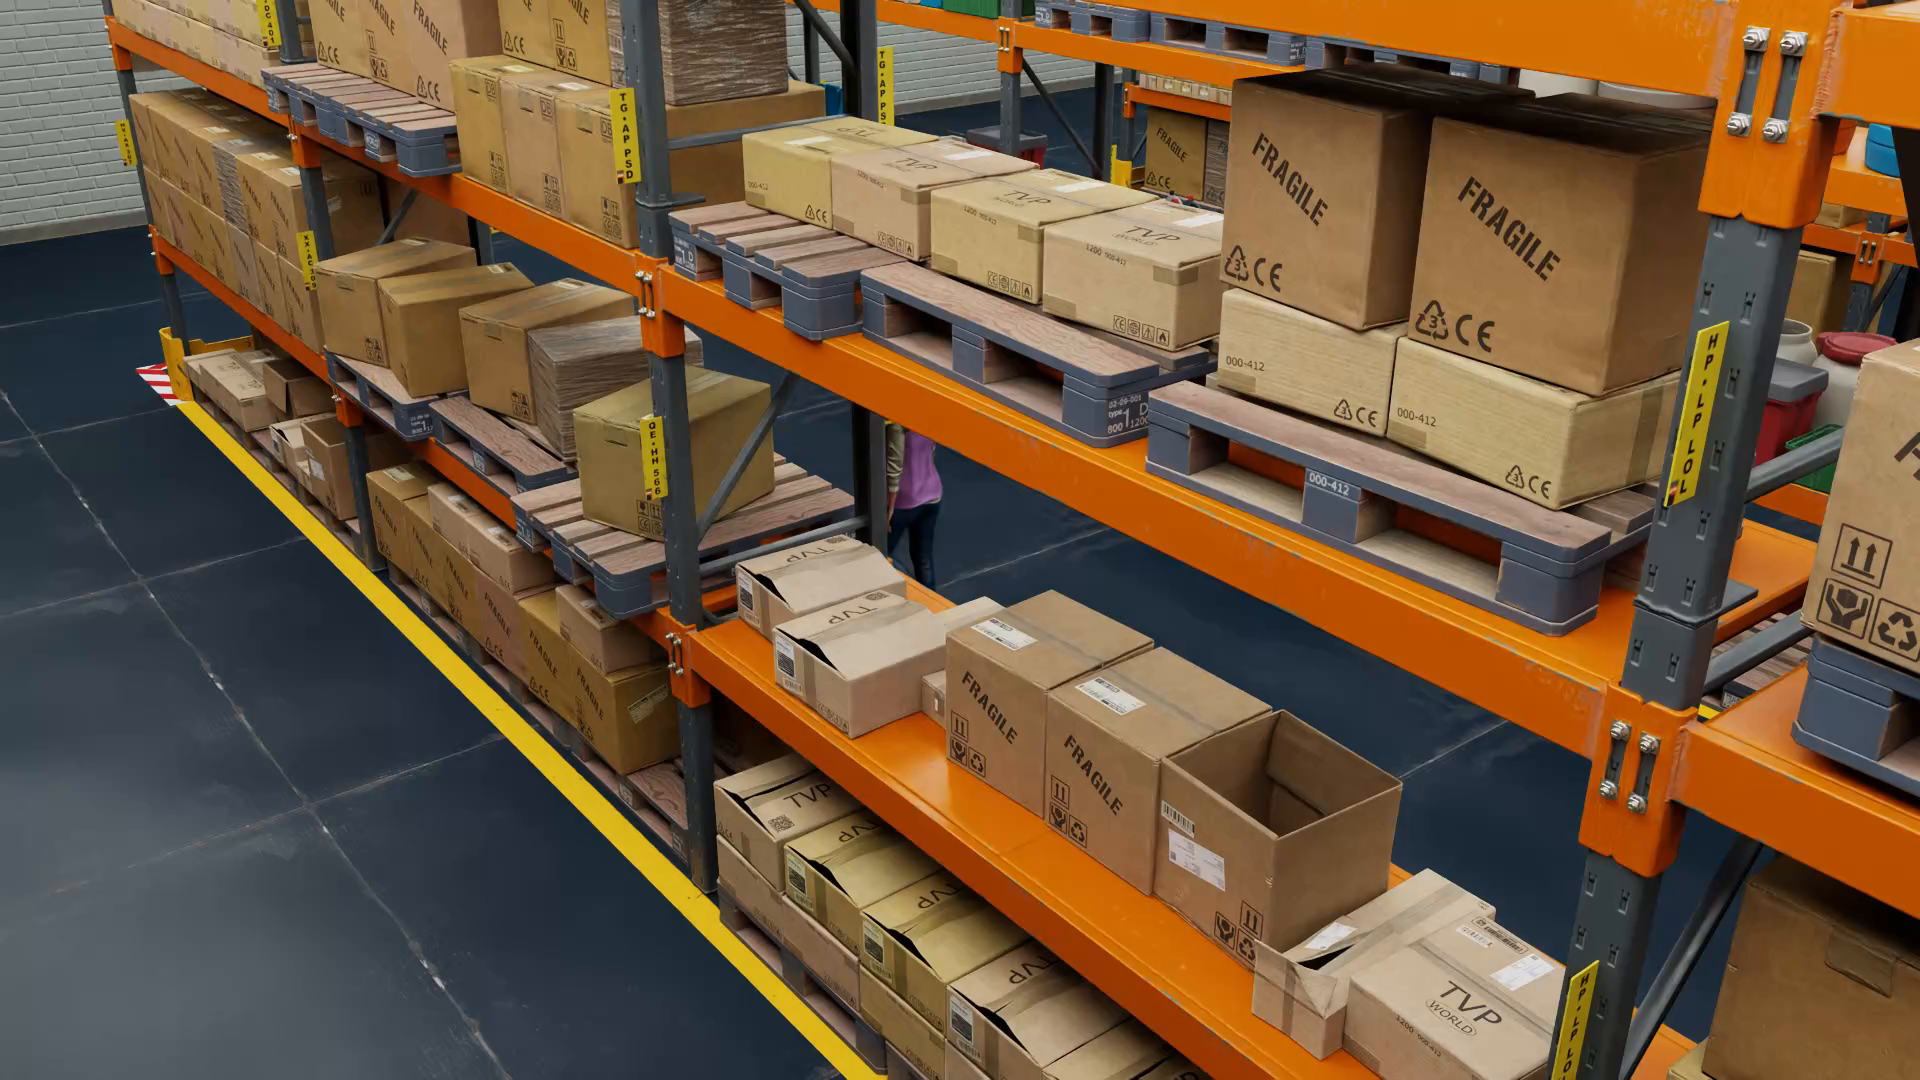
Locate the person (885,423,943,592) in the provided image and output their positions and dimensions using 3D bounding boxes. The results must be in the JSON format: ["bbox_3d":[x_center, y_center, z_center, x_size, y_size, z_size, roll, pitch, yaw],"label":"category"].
[{"bbox_3d":[-0.258,-0.204,9.005,0.429,1.587,0.408,-23,33,-40],"label":"person"}]
